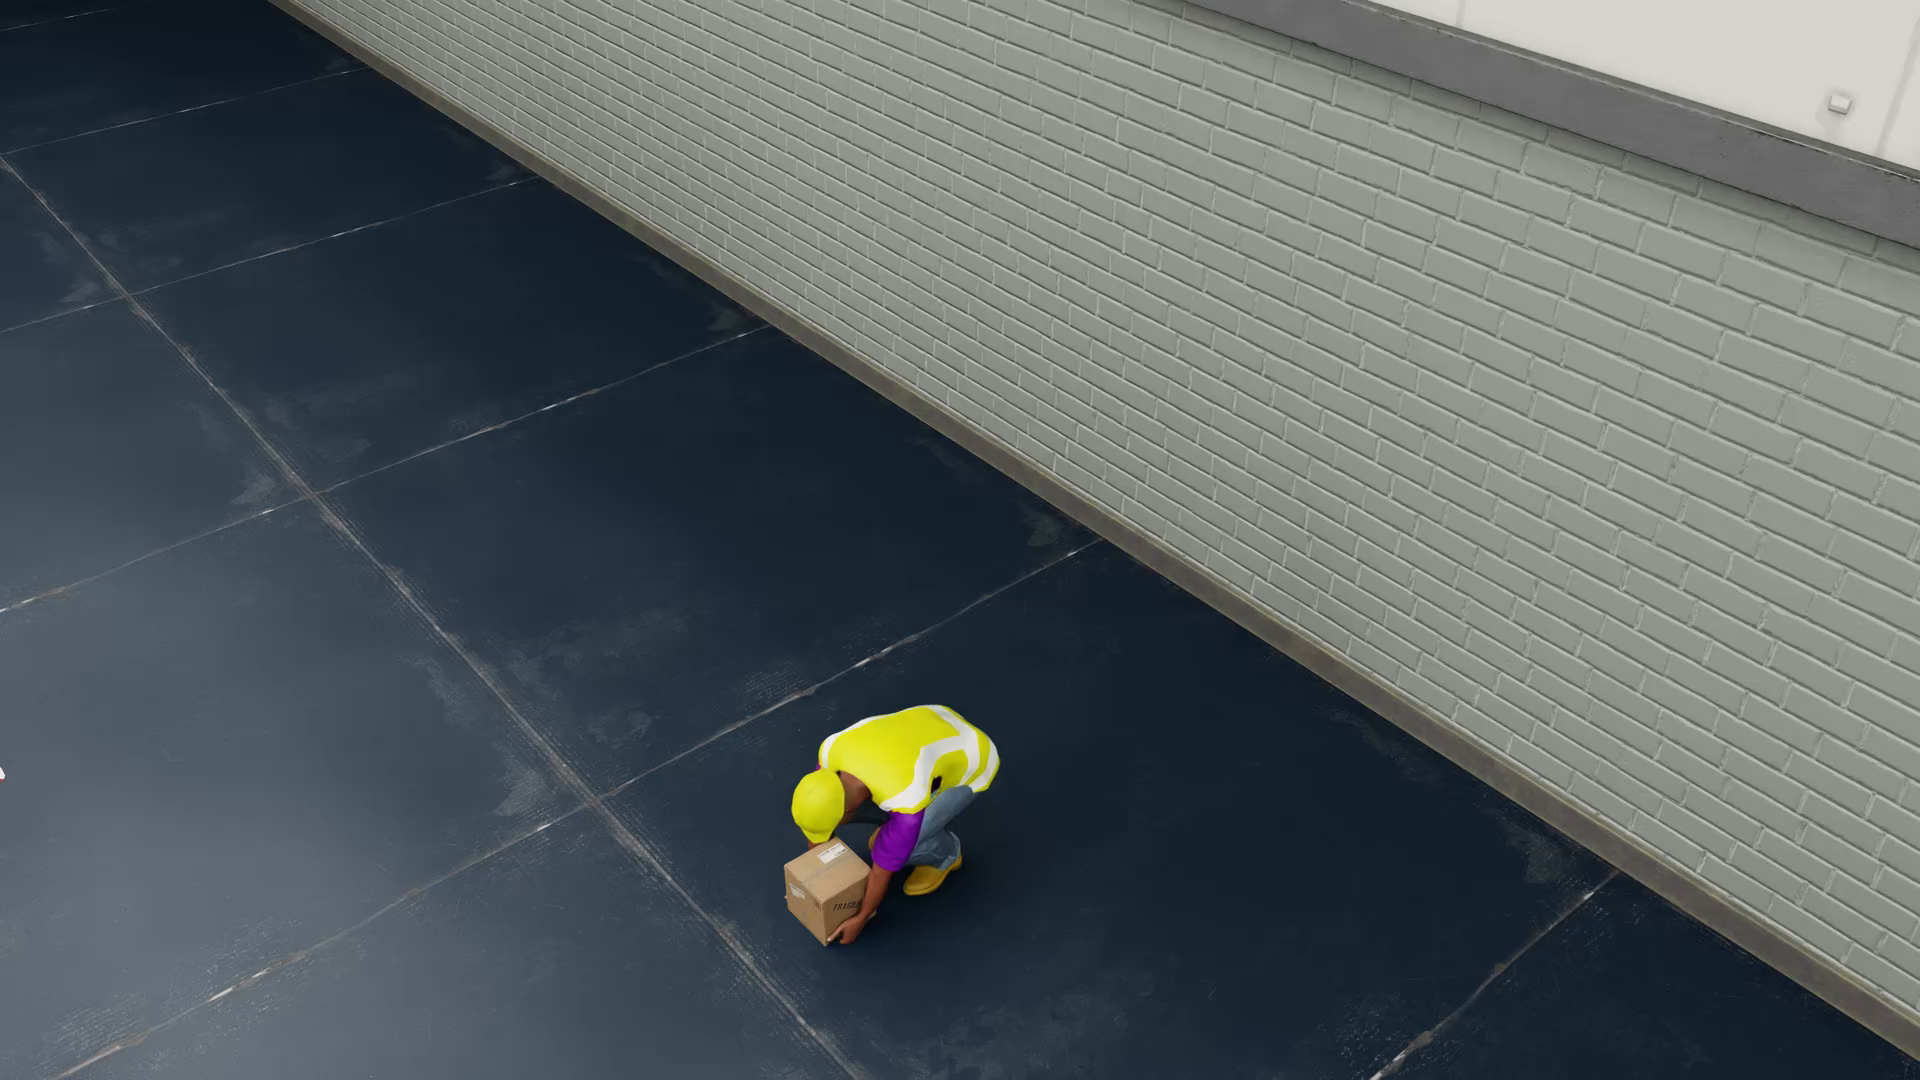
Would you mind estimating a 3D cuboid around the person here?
[{"bbox_3d":[-0.257,1.061,6.467,0.943,0.863,0.537,-27,44,-32],"label":"person"}]
